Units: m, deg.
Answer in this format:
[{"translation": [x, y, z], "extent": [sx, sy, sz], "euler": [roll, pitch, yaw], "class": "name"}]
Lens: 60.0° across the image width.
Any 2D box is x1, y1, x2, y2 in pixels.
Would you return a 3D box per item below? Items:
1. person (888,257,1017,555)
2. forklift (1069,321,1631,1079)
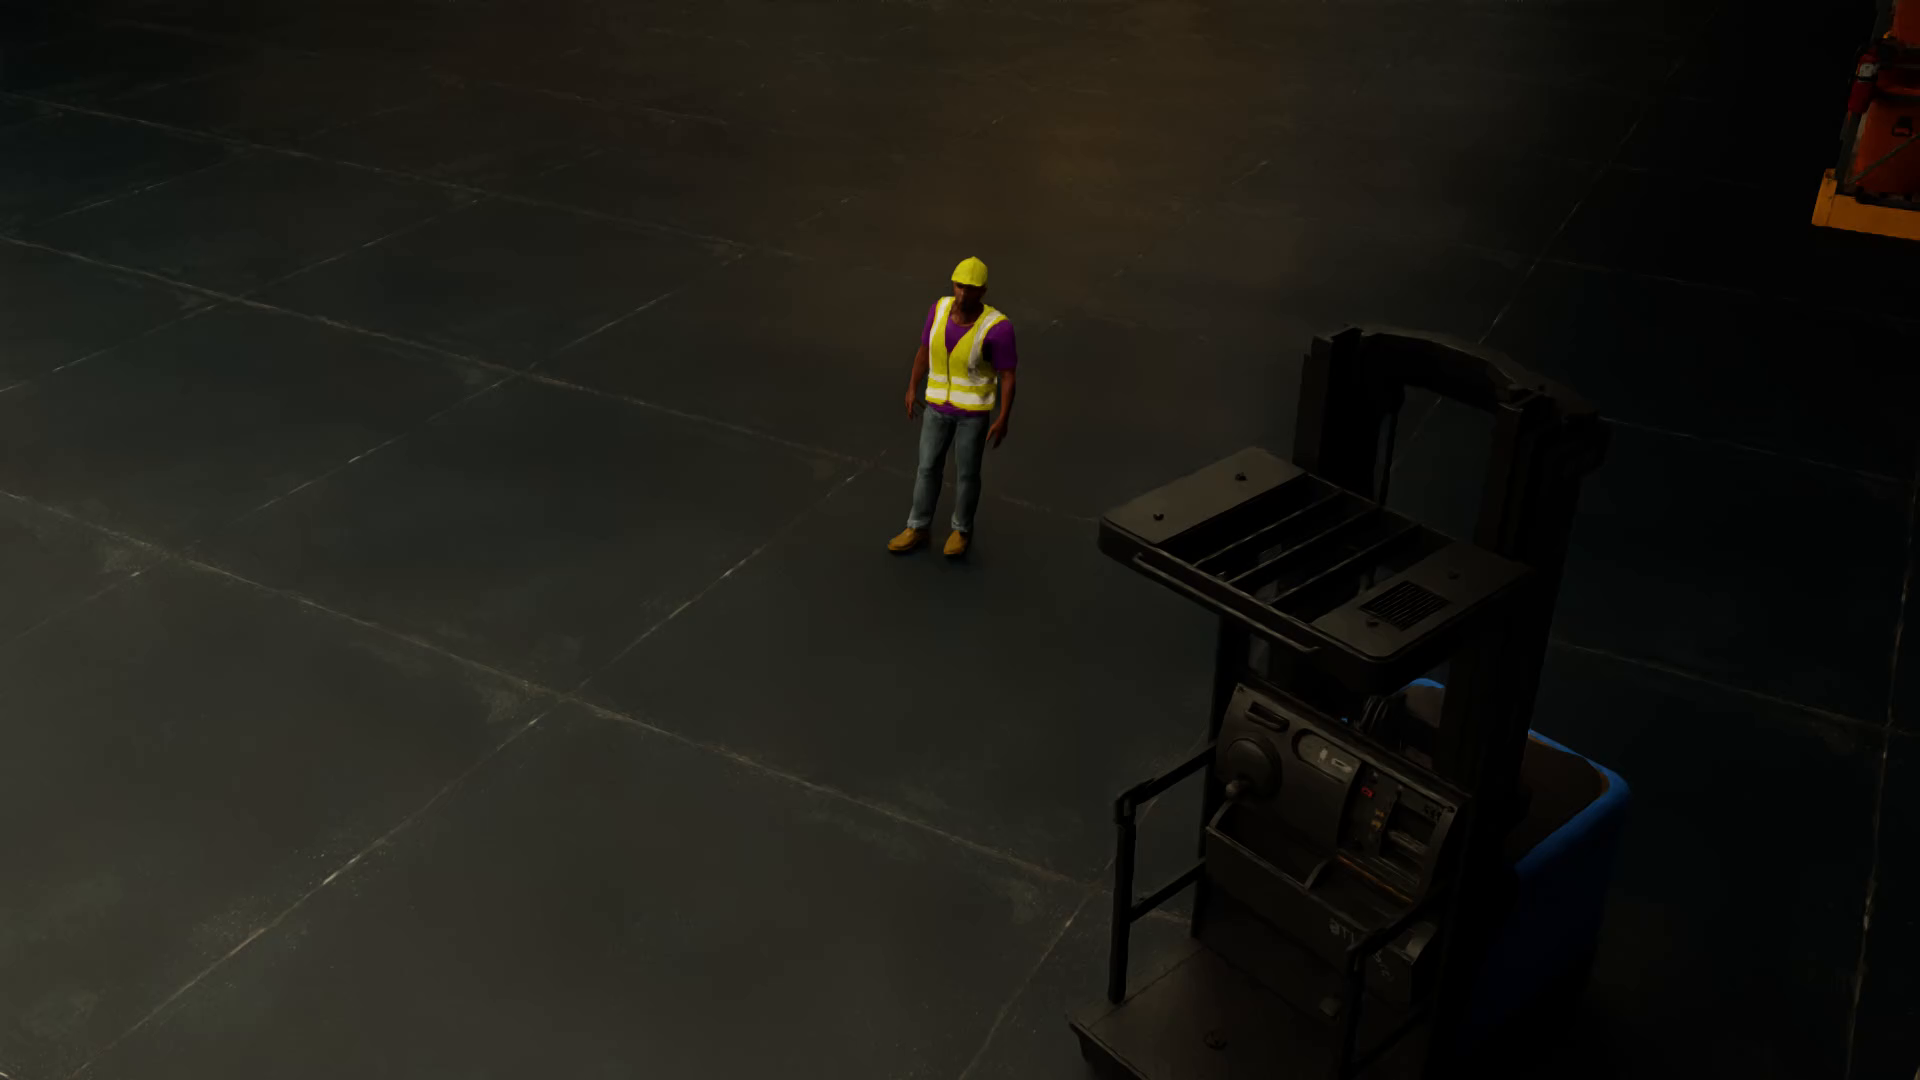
[{"translation": [-0.039, -0.739, 9.509], "extent": [0.665, 1.760, 0.576], "euler": [15, 33, 25], "class": "person"}, {"translation": [1.114, 0.871, 5.561], "extent": [3.031, 2.935, 1.130], "euler": [-24, 37, -35], "class": "forklift"}]
